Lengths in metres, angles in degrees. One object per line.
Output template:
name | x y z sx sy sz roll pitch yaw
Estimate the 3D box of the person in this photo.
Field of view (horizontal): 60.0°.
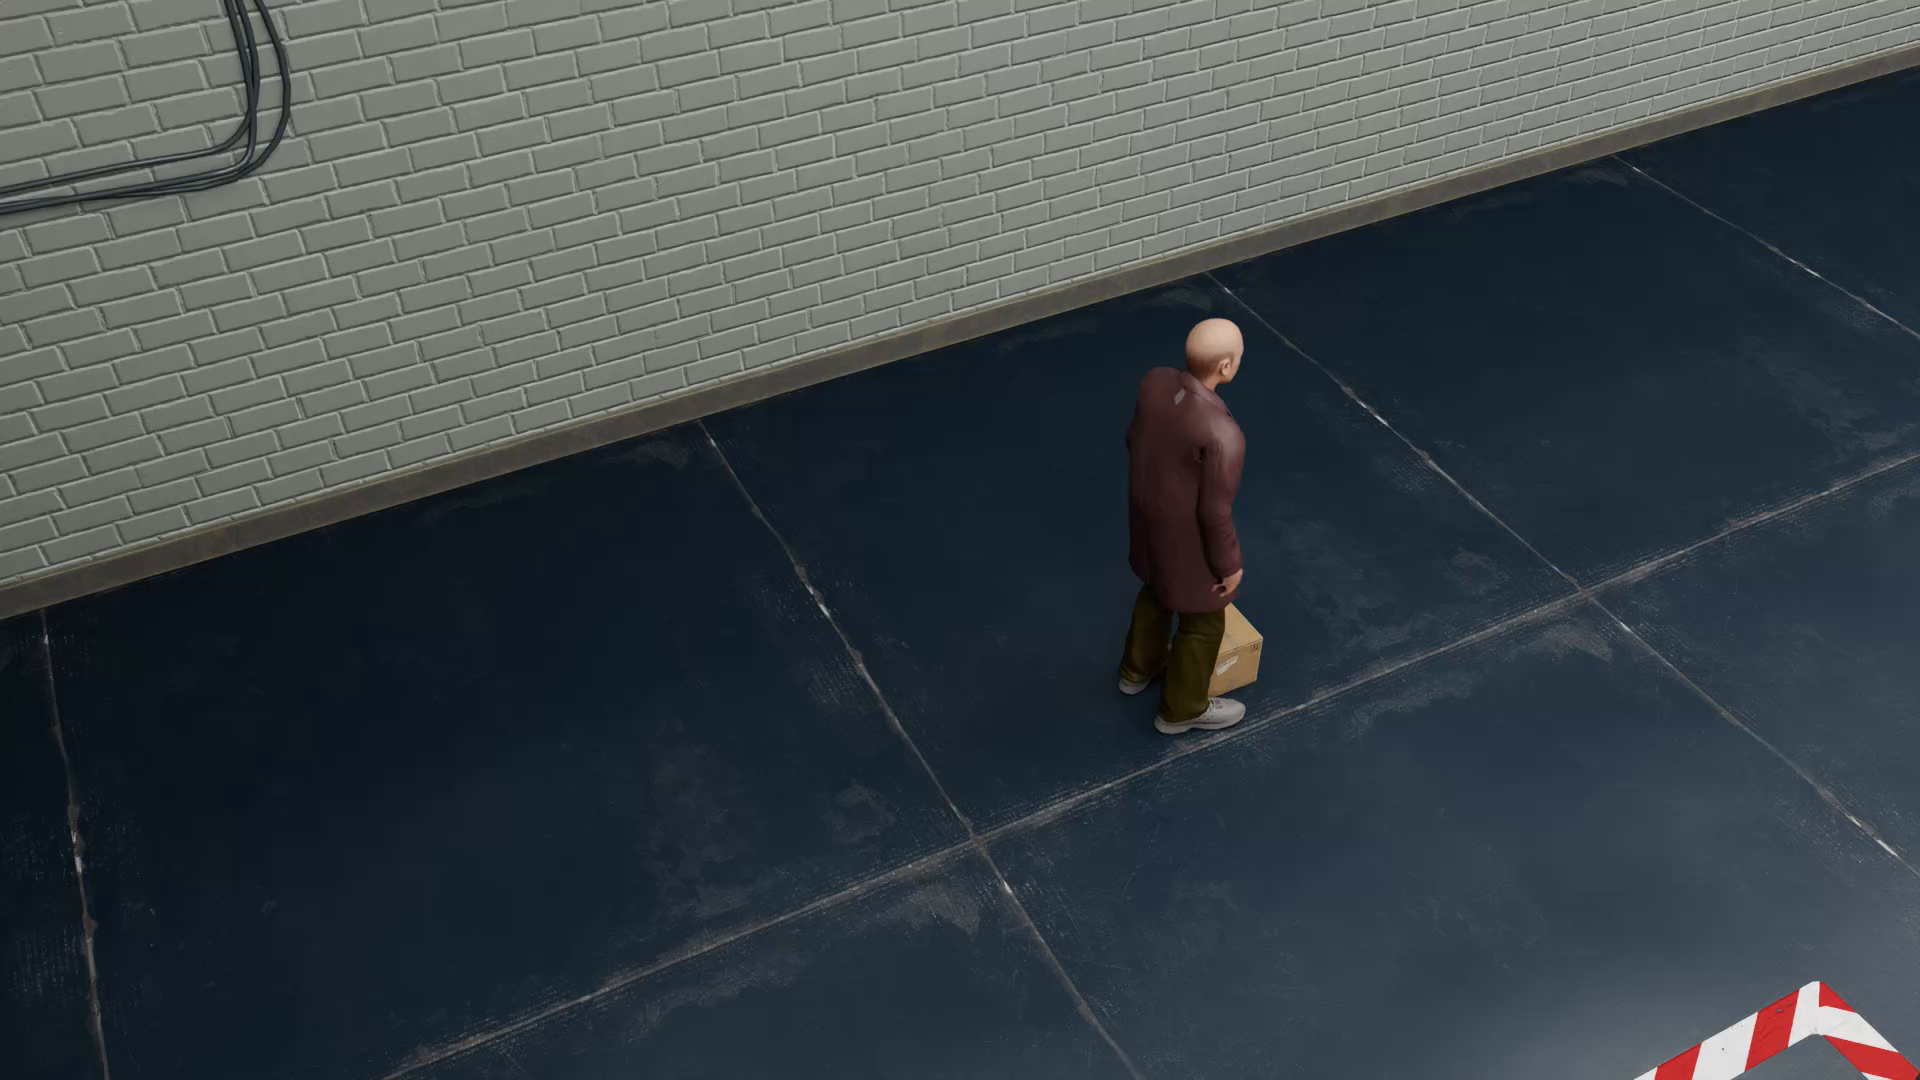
person | 0.843 -0.043 6.219 0.427 1.773 0.641 -19 44 -21
